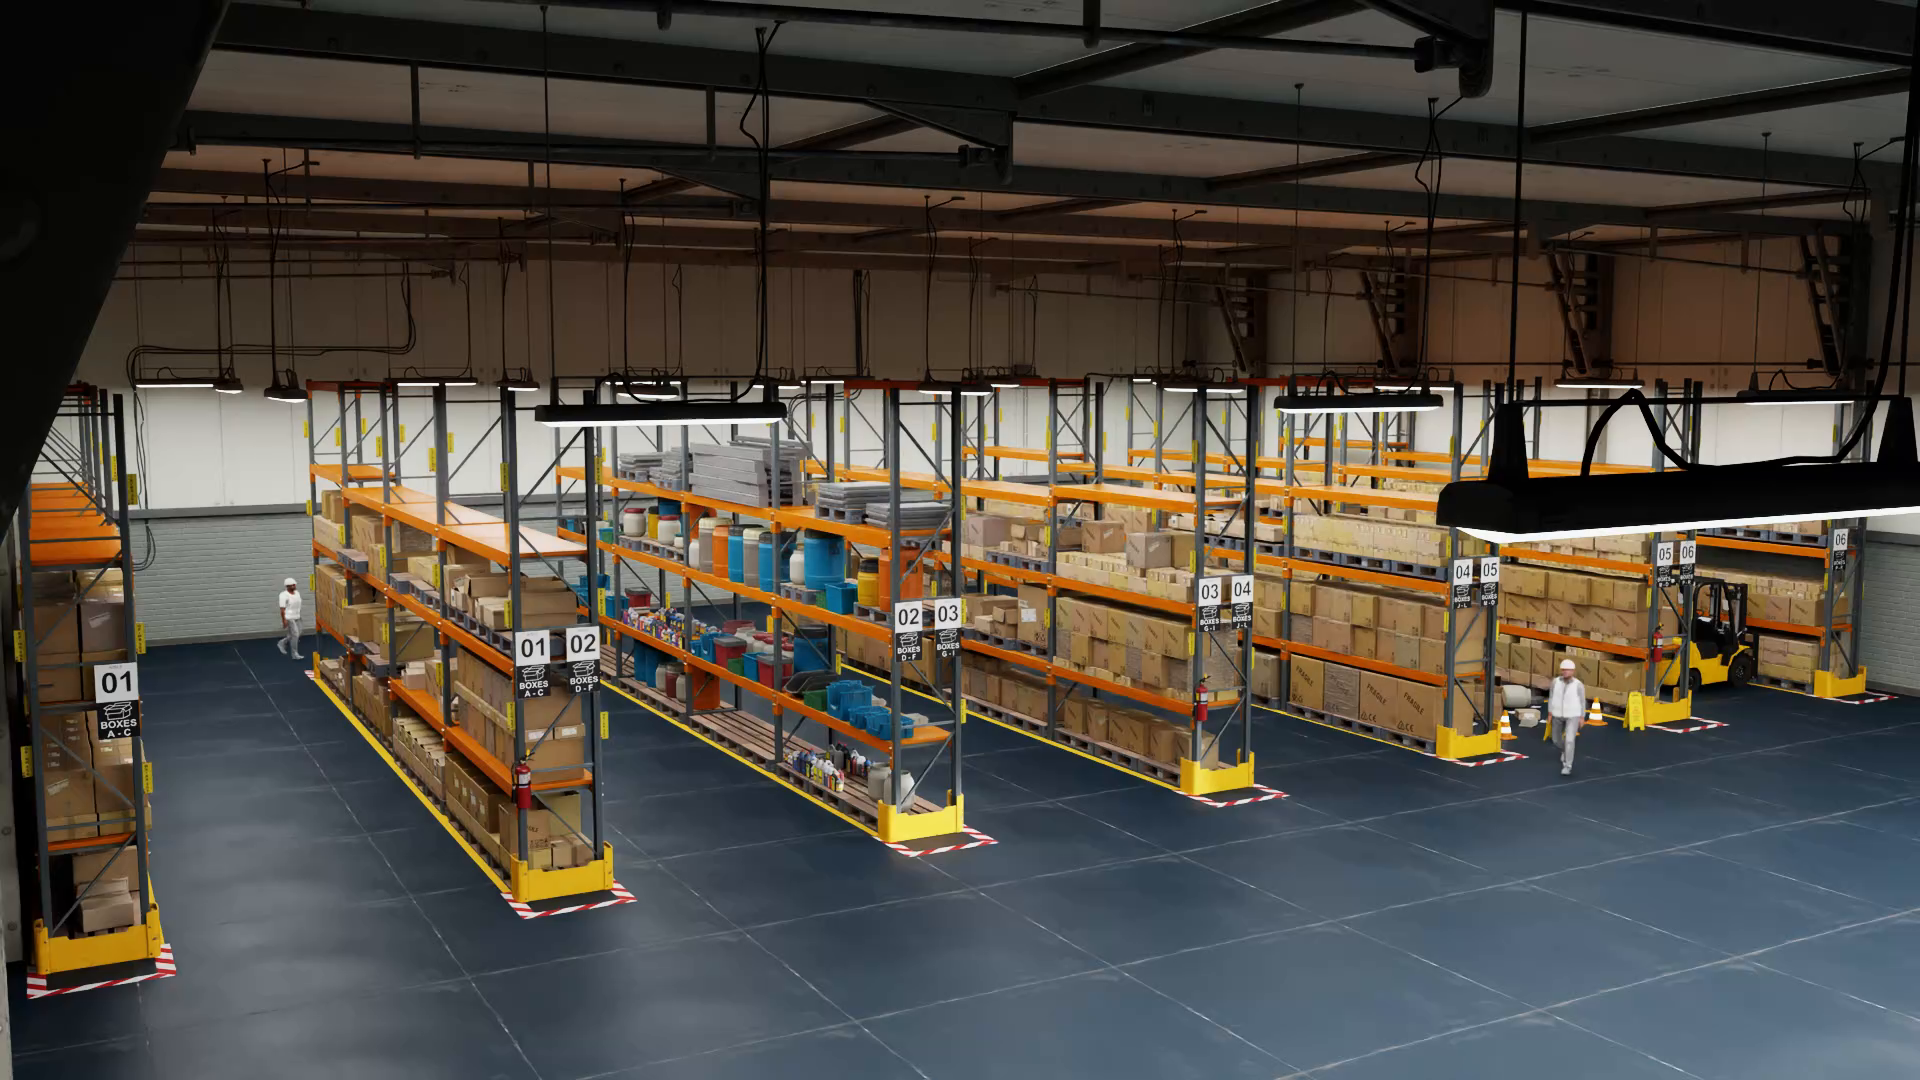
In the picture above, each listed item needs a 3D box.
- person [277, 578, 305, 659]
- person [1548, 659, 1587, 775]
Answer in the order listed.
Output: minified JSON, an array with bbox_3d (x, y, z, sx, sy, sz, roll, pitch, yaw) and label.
[{"bbox_3d":[-14.312,1.670,35.540,0.688,1.751,0.580,1,6,12],"label":"person"},{"bbox_3d":[9.428,2.717,25.842,0.556,1.746,0.925,5,8,37],"label":"person"}]
